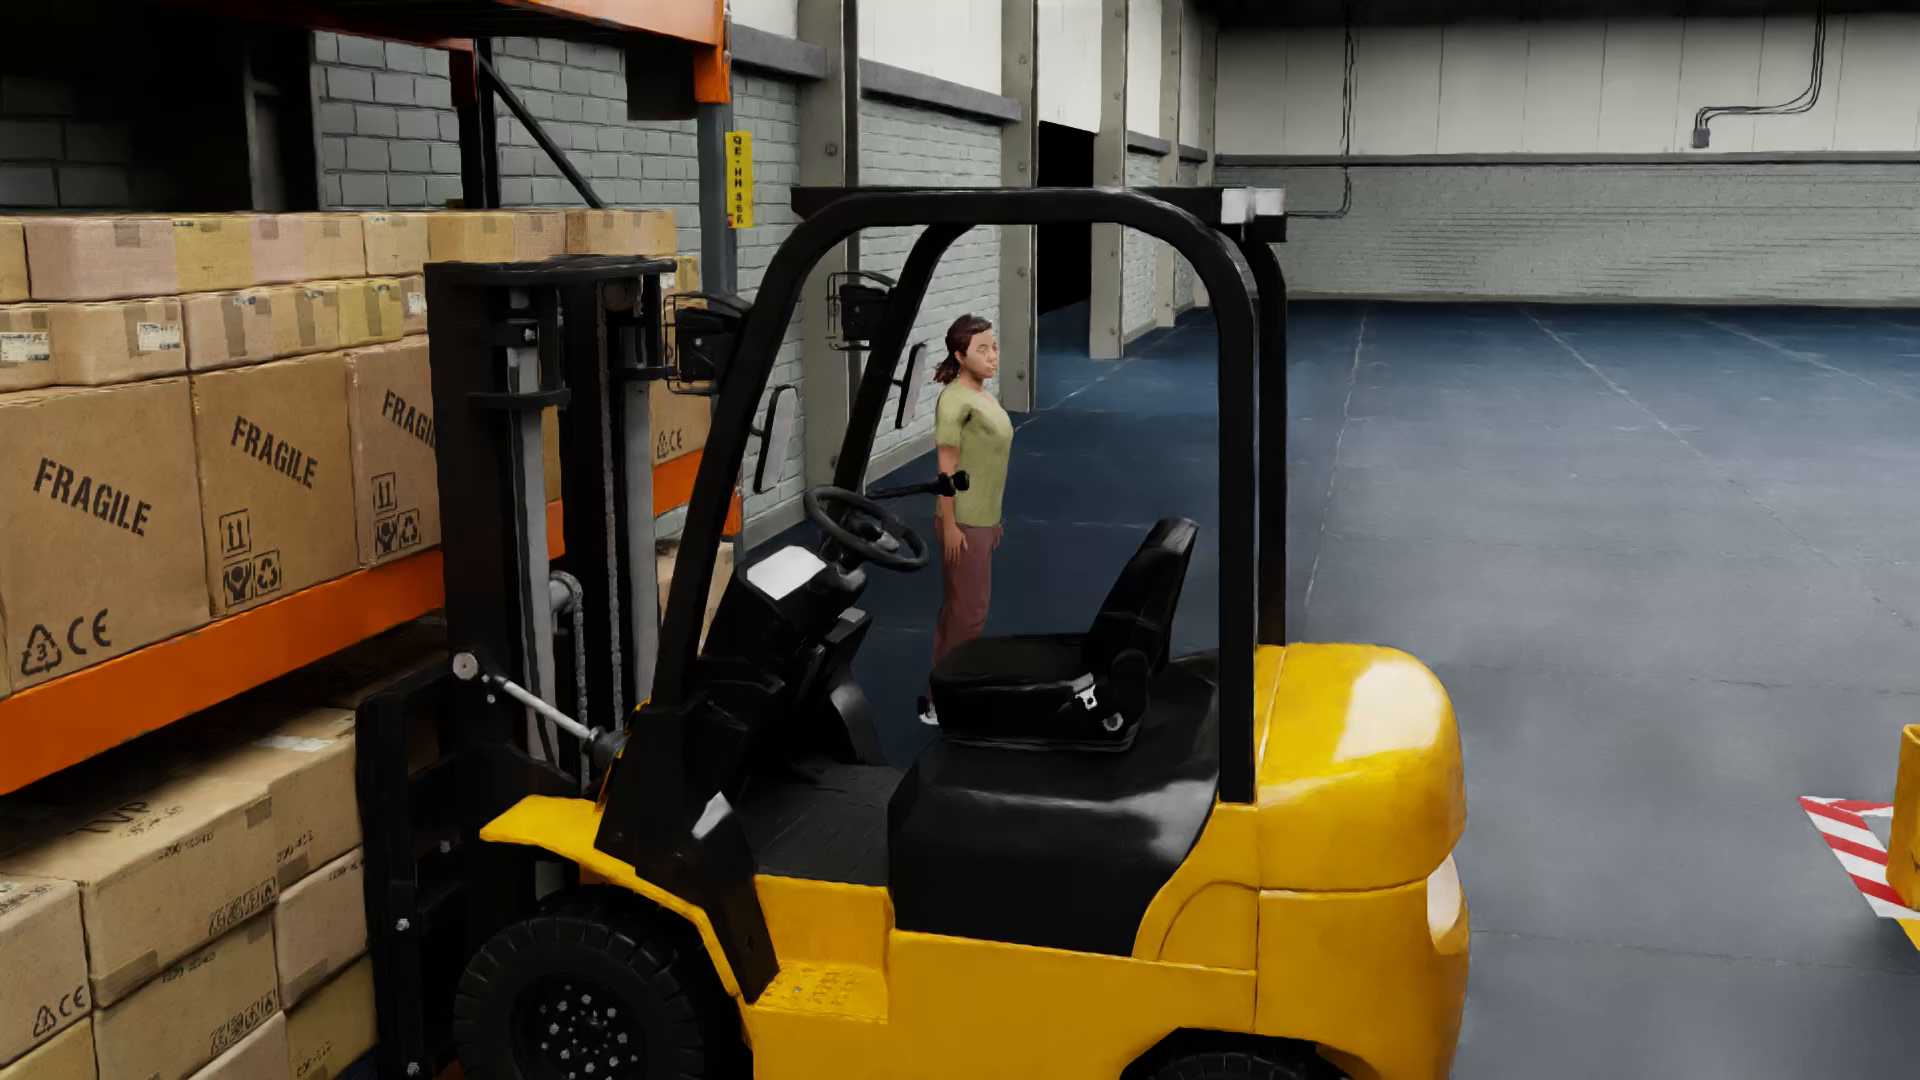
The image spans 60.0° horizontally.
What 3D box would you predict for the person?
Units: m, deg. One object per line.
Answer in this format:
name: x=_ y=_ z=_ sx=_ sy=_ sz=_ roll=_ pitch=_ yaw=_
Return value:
person: x=0.028 y=-0.062 z=6.702 sx=0.355 sy=1.680 sz=0.474 roll=2 pitch=12 yaw=12
